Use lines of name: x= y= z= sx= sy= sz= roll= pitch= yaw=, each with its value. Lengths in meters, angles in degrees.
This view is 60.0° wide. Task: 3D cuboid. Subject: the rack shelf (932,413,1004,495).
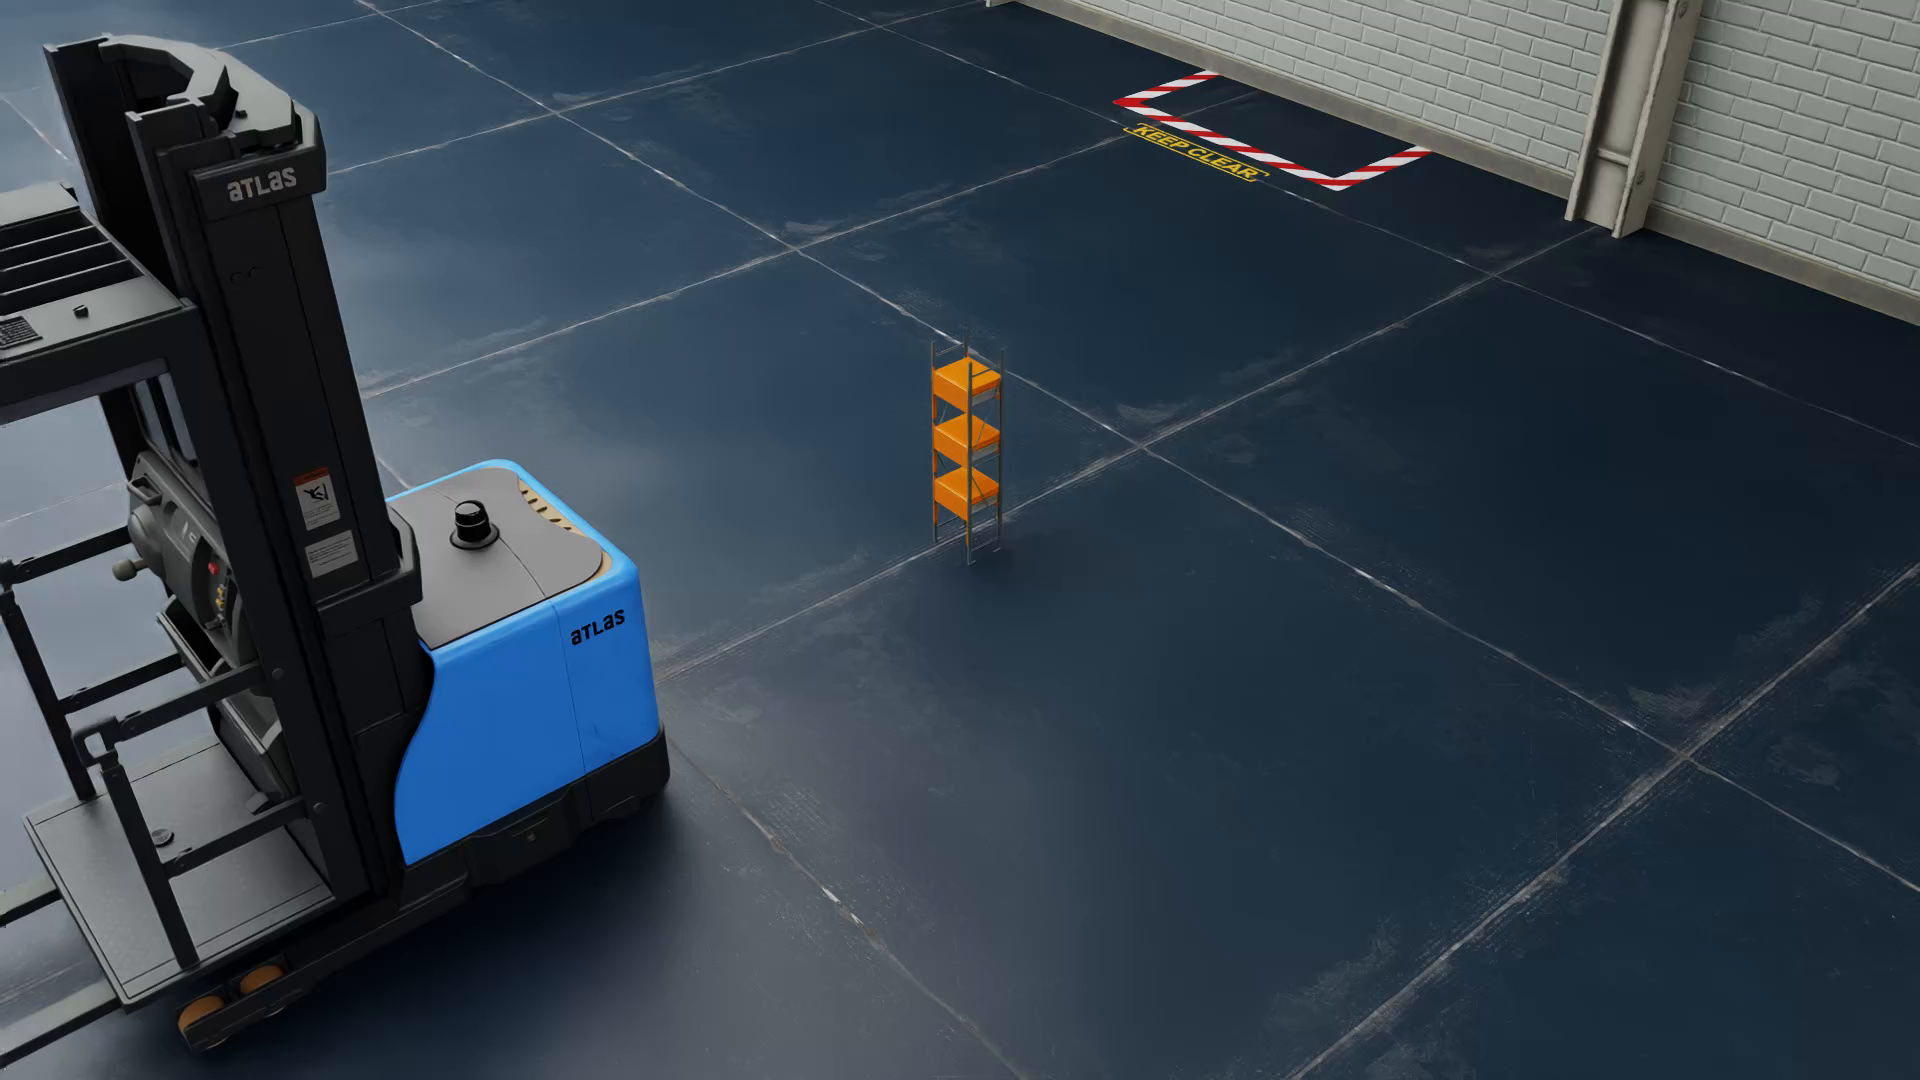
rack shelf: x=0.035 y=-0.396 z=7.419 sx=0.215 sy=0.259 sz=0.240 roll=-26 pitch=43 yaw=-32

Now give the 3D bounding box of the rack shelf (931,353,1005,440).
rack shelf: x=0.035 y=-0.628 z=7.255 sx=0.215 sy=0.259 sz=0.240 roll=-26 pitch=43 yaw=-32

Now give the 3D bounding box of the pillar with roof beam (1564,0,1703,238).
pillar with roof beam: x=0.828 y=-4.098 z=5.750 sx=9.100 sy=9.000 sz=0.400 roll=-26 pitch=43 yaw=-32

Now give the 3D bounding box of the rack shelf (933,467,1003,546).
rack shelf: x=0.035 y=-0.169 z=7.580 sx=0.215 sy=0.259 sz=0.240 roll=-26 pitch=43 yaw=-32

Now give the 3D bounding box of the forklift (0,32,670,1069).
forklift: x=-2.555 y=0.112 z=5.055 sx=3.031 sy=2.935 sz=1.130 roll=-26 pitch=43 yaw=-32

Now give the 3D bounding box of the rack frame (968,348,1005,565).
rack frame: x=0.113 y=-0.351 z=7.337 sx=0.200 sy=1.050 sz=0.008 roll=-26 pitch=43 yaw=-32

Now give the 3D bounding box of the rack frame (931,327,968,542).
rack frame: x=-0.044 y=-0.459 z=7.489 sx=0.200 sy=1.050 sz=0.008 roll=-26 pitch=43 yaw=-32

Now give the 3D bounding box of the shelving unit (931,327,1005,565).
shelving unit: x=0.035 y=-0.405 z=7.413 sx=0.215 sy=1.050 sz=0.252 roll=-26 pitch=43 yaw=-32
